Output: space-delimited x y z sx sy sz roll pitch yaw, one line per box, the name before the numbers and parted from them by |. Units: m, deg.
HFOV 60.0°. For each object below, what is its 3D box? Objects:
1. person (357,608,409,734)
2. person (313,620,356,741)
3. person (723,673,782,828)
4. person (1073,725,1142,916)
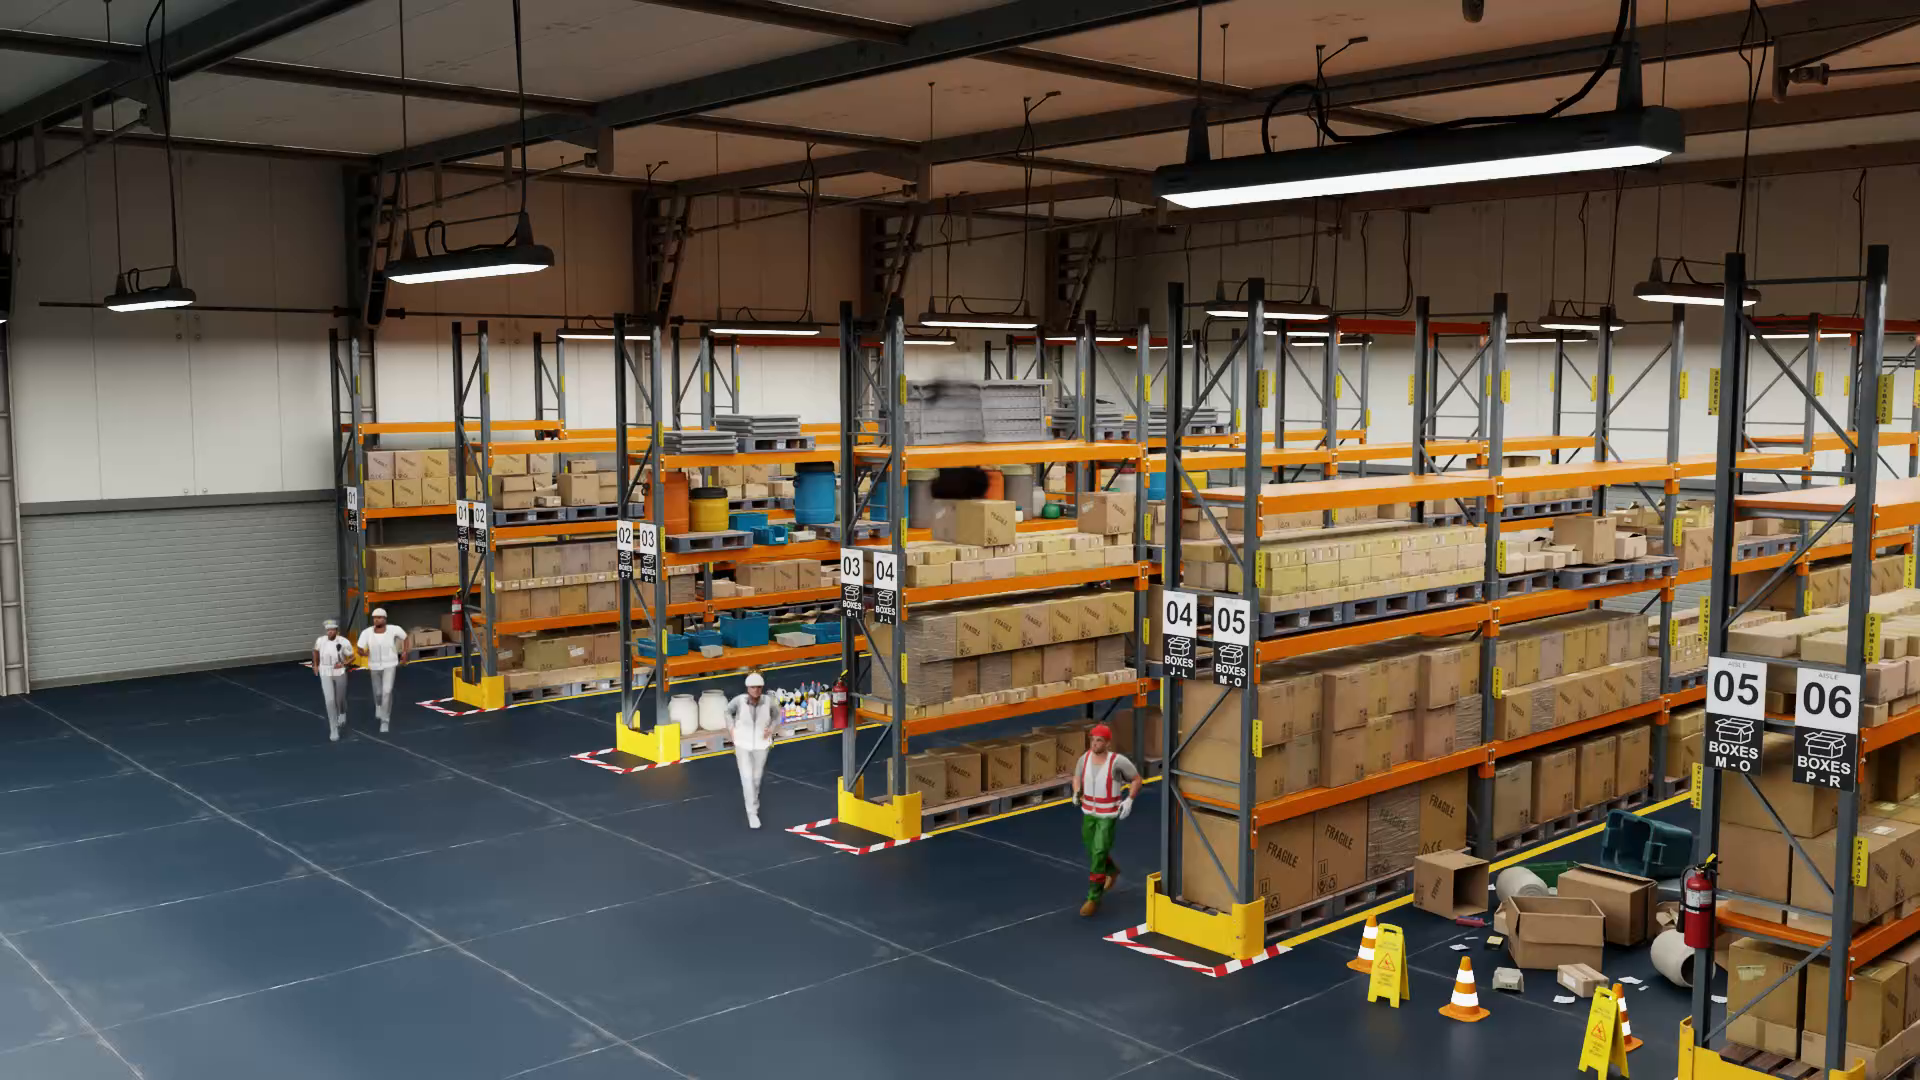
person | -8.457 1.874 24.394 0.711 1.783 0.986 -1 6 -8
person | -9.004 1.965 23.953 0.599 1.704 0.990 -1 6 -12
person | -2.393 2.359 19.247 0.674 1.723 1.104 -1 6 -12
person | 1.398 2.676 16.199 0.685 1.794 0.865 4 7 35
